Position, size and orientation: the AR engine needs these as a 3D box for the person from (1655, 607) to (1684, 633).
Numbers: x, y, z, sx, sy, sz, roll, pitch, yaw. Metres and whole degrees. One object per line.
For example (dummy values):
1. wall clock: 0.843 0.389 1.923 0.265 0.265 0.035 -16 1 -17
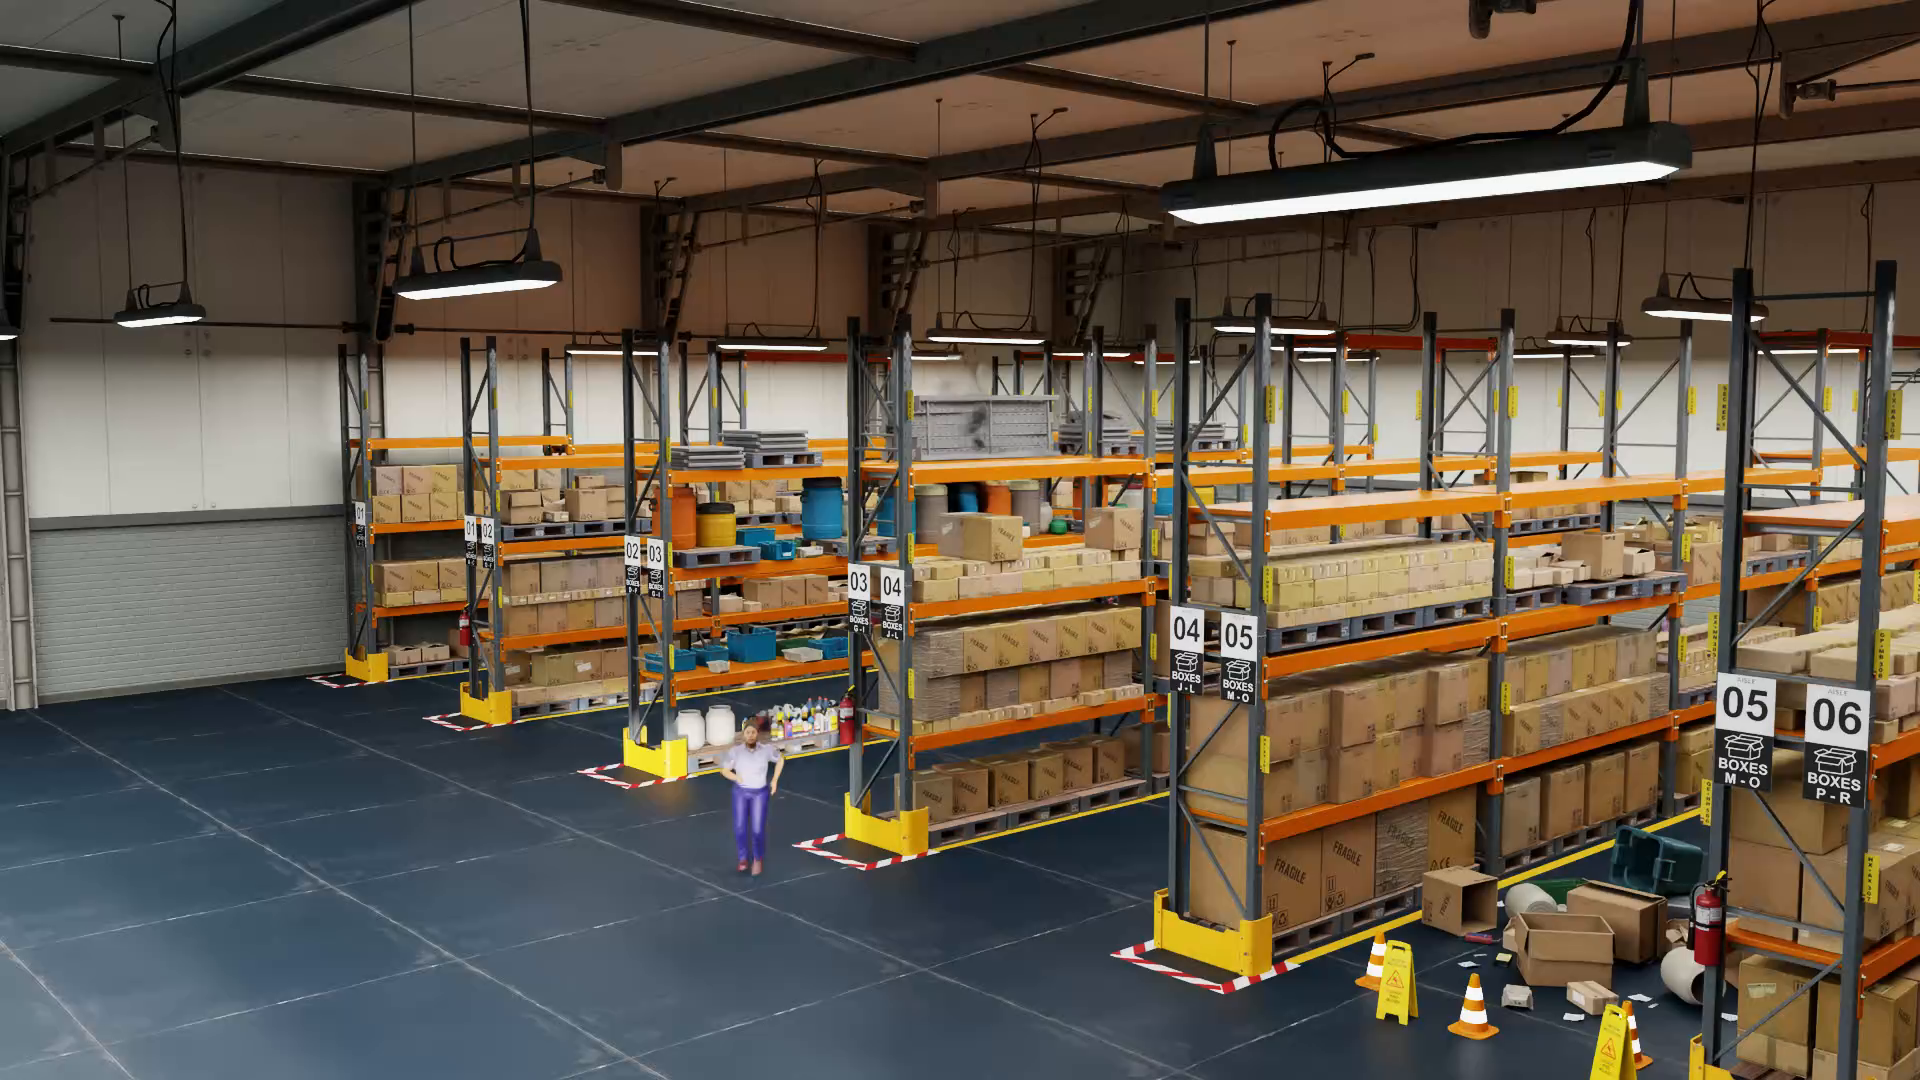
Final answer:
1. person: 12.002 1.891 28.094 0.558 1.549 0.580 2 5 18

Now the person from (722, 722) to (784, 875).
1. person: -2.225 2.777 17.775 0.633 1.662 0.632 0 5 1
